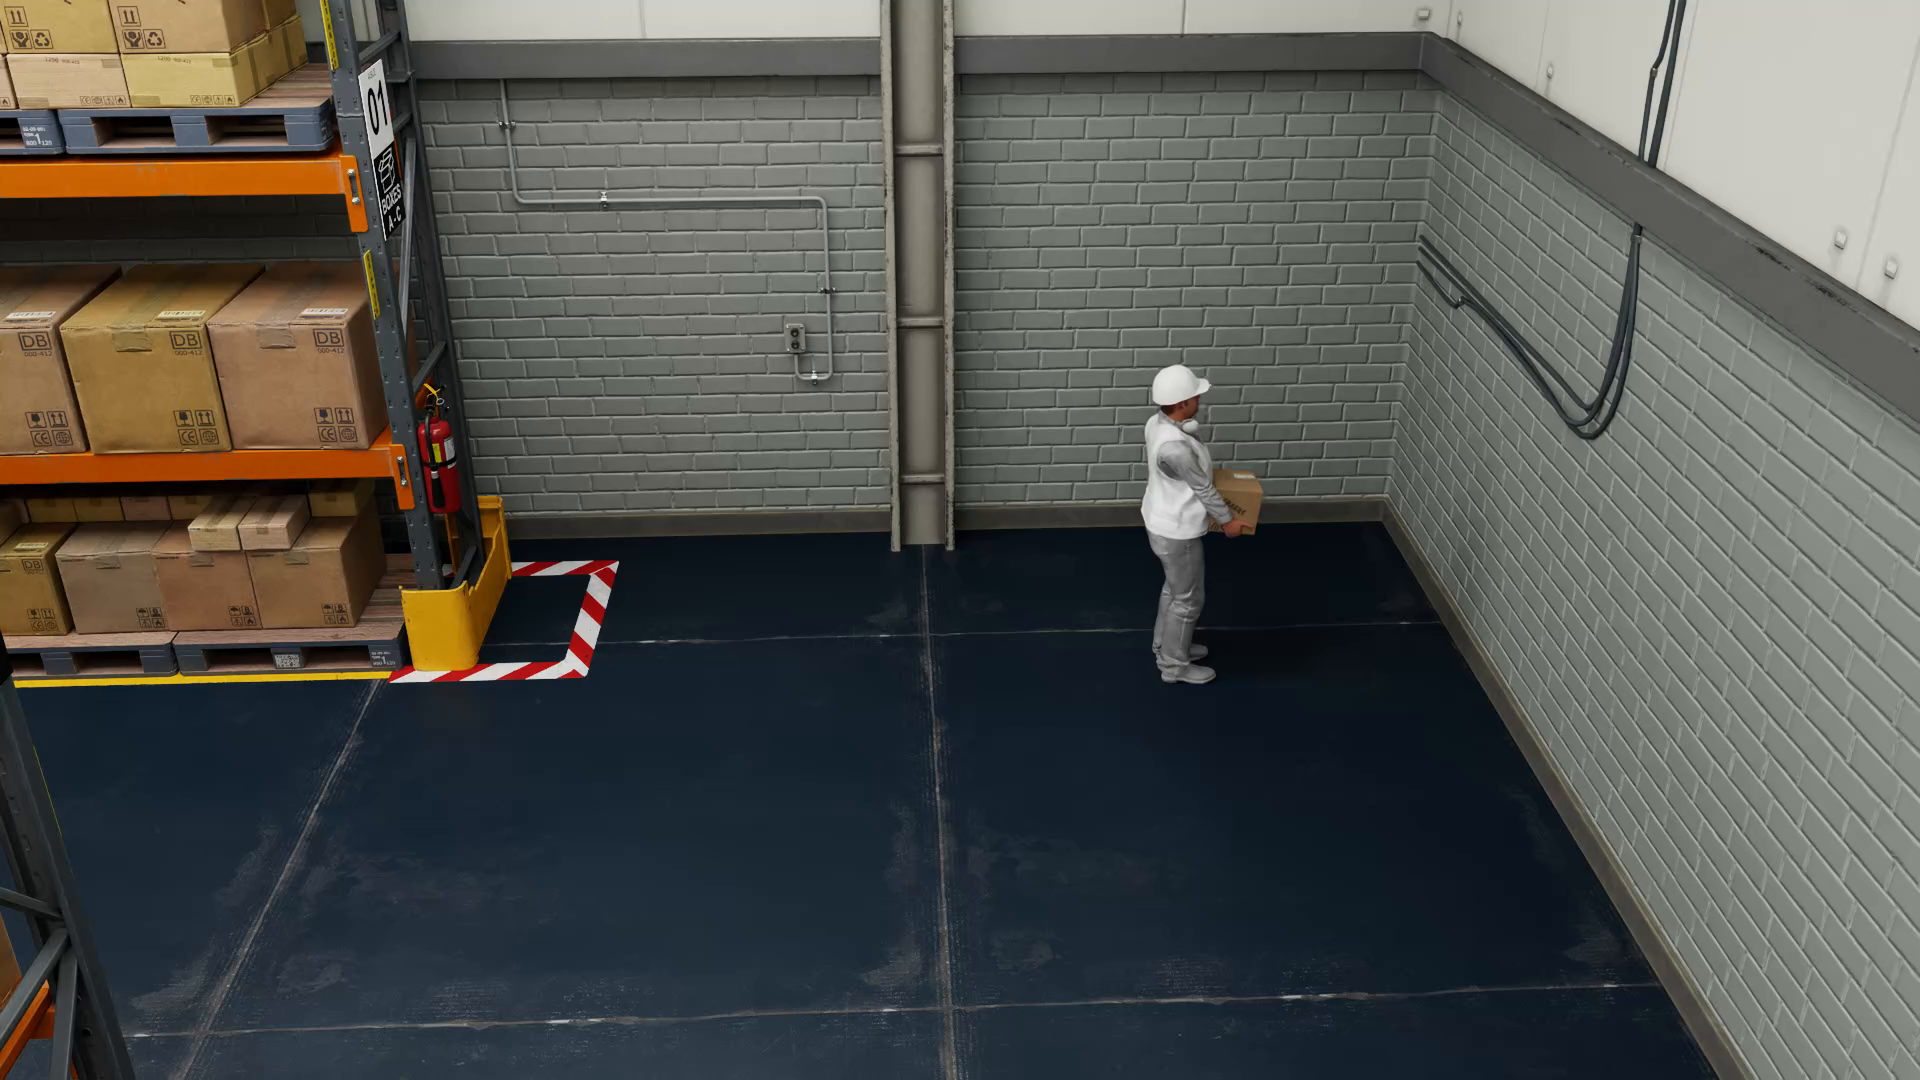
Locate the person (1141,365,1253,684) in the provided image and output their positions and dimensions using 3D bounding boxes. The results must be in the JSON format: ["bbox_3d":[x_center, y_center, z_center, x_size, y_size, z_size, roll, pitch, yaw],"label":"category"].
[{"bbox_3d":[1.238,-0.090,8.773,0.553,1.767,0.495,-1,27,-2],"label":"person"}]
